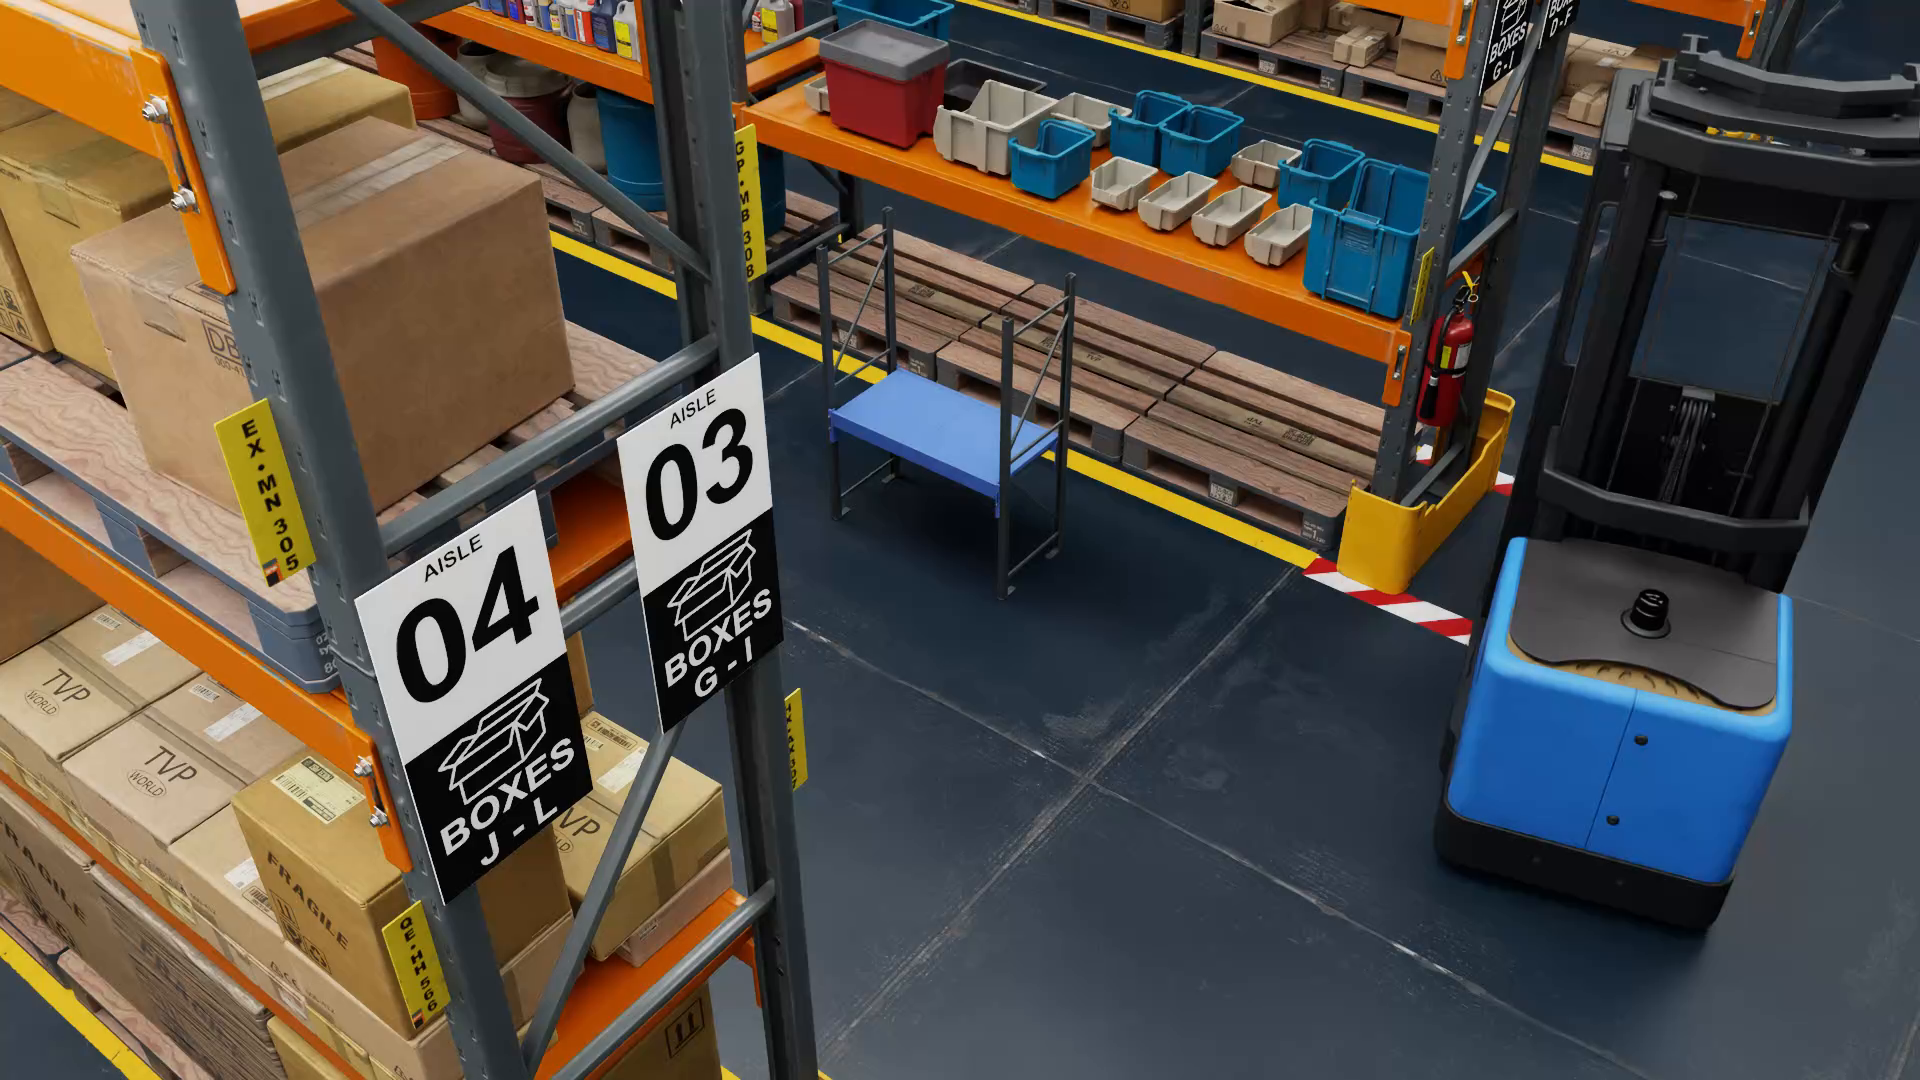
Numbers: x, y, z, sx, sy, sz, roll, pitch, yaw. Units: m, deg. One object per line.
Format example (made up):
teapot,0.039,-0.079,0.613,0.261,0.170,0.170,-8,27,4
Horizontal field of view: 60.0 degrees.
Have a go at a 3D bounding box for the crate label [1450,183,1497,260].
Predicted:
crate label,2.239,-1.472,7.644,0.303,0.233,0.416,25,45,29

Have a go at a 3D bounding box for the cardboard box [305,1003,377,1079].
cardboard box,-1.464,1.195,4.355,0.250,0.149,0.380,26,45,29

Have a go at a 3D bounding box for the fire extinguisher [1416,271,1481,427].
fire extinguisher,2.079,-0.804,7.070,0.183,0.674,0.296,25,45,29

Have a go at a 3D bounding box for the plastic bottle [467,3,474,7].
plastic bottle,-2.979,-3.396,10.119,0.097,0.271,0.097,0,38,0

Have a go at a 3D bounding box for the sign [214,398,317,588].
sign,-1.115,-0.073,2.684,0.005,0.325,0.100,25,45,29

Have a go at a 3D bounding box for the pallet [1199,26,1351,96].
pallet,2.615,-3.827,12.827,1.213,0.211,1.003,25,45,29

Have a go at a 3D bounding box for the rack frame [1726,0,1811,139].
rack frame,5.247,-3.684,10.383,0.127,3.000,1.000,25,45,29

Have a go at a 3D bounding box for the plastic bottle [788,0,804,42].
plastic bottle,-0.974,-3.059,9.679,0.133,0.283,0.061,25,45,29

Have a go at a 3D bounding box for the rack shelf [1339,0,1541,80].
rack shelf,0.646,-2.907,7.541,4.000,0.370,1.077,25,45,29

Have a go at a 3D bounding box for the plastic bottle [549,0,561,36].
plastic bottle,-2.358,-3.076,9.767,0.097,0.201,0.097,0,38,0

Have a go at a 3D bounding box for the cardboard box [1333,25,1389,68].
cardboard box,2.965,-3.658,12.291,0.250,0.166,0.380,25,45,29

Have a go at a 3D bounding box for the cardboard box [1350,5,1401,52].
cardboard box,3.291,-3.942,12.536,0.500,0.311,0.500,25,45,29

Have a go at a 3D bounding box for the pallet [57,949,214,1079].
pallet,-2.422,1.545,5.967,1.213,0.211,1.003,25,45,29

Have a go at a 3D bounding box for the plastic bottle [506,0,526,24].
plastic bottle,-2.645,-3.229,9.896,0.133,0.283,0.061,25,45,29

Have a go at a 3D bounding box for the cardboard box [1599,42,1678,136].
cardboard box,4.666,-2.956,11.124,0.500,0.500,0.500,25,45,29

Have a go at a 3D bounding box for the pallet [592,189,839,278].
pallet,-1.530,-1.970,10.455,1.213,0.211,1.003,25,45,29

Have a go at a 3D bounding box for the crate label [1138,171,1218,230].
crate label,1.020,-1.605,7.892,0.243,0.136,0.396,25,45,29

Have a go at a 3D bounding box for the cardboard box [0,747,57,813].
cardboard box,-2.679,0.623,5.086,0.250,0.149,0.380,24,44,27

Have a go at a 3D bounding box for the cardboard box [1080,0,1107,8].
cardboard box,1.116,-4.605,13.230,0.500,0.500,0.500,25,45,29

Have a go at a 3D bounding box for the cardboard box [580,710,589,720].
cardboard box,-1.408,0.604,4.787,0.500,0.250,0.500,25,44,28

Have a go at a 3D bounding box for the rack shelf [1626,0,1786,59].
rack shelf,3.659,-4.150,11.562,4.000,0.370,1.077,25,45,29

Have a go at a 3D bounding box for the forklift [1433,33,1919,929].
forklift,2.859,-0.625,6.532,1.130,2.935,3.031,14,40,17

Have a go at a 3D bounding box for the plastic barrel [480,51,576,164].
plastic barrel,-2.823,-2.874,10.964,0.708,0.588,0.600,25,45,29

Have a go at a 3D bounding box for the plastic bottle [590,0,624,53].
plastic bottle,-2.018,-2.992,9.539,0.185,0.351,0.144,25,45,29

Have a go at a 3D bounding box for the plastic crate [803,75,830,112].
plastic crate,-0.659,-2.434,8.951,0.243,0.136,0.396,25,45,29

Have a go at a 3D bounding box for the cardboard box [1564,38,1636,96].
cardboard box,4.591,-3.305,11.772,0.500,0.250,0.500,25,45,29

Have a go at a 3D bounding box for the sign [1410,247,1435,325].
sign,1.914,-1.049,6.885,0.005,0.325,0.100,25,45,29

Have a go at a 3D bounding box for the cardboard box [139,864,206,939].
cardboard box,-2.069,0.910,4.719,0.250,0.149,0.380,24,44,28

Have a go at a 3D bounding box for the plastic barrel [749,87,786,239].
plastic barrel,-1.364,-2.310,9.989,0.708,0.901,0.600,25,45,29

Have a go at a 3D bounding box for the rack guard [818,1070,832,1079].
rack guard,-0.755,2.158,4.949,0.348,0.500,1.175,25,45,29

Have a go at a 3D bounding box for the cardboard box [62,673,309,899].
cardboard box,-2.127,0.675,4.696,0.500,0.250,0.500,24,44,27

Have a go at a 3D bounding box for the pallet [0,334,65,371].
pallet,-2.343,-0.710,4.224,1.213,0.211,1.003,25,45,29

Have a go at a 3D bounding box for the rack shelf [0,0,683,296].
rack shelf,-2.363,-1.505,3.642,4.000,0.370,1.077,25,45,29

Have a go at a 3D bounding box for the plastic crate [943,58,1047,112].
plastic crate,0.110,-2.386,8.899,0.590,0.125,0.437,25,45,29

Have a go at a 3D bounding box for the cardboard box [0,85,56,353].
cardboard box,-2.034,-0.868,3.851,0.500,0.500,0.700,22,43,26

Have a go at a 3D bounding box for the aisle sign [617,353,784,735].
aisle sign,-0.535,0.022,3.541,0.004,0.787,0.394,25,45,29

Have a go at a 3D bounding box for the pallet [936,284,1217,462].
pallet,0.639,-0.947,9.149,1.213,0.211,1.003,25,45,29

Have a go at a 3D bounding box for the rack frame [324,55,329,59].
rack frame,-4.119,-4.256,11.114,0.127,3.000,1.000,25,45,29

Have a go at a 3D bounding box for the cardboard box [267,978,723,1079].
cardboard box,-1.331,1.636,4.971,0.875,0.875,0.875,25,45,29

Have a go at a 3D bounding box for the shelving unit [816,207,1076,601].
shelving unit,-0.068,-0.622,7.689,1.048,1.500,0.538,25,45,29

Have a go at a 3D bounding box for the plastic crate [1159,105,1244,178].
plastic crate,1.193,-1.965,8.274,0.300,0.233,0.416,25,45,29

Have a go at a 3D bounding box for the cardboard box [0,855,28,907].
cardboard box,-3.476,0.625,6.263,0.875,0.875,0.875,25,45,29

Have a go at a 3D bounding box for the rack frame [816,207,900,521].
rack frame,-0.472,-0.813,7.932,0.032,1.500,0.500,25,45,29

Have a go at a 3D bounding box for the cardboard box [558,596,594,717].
cardboard box,-1.388,0.312,4.550,0.500,0.500,0.500,24,44,28
